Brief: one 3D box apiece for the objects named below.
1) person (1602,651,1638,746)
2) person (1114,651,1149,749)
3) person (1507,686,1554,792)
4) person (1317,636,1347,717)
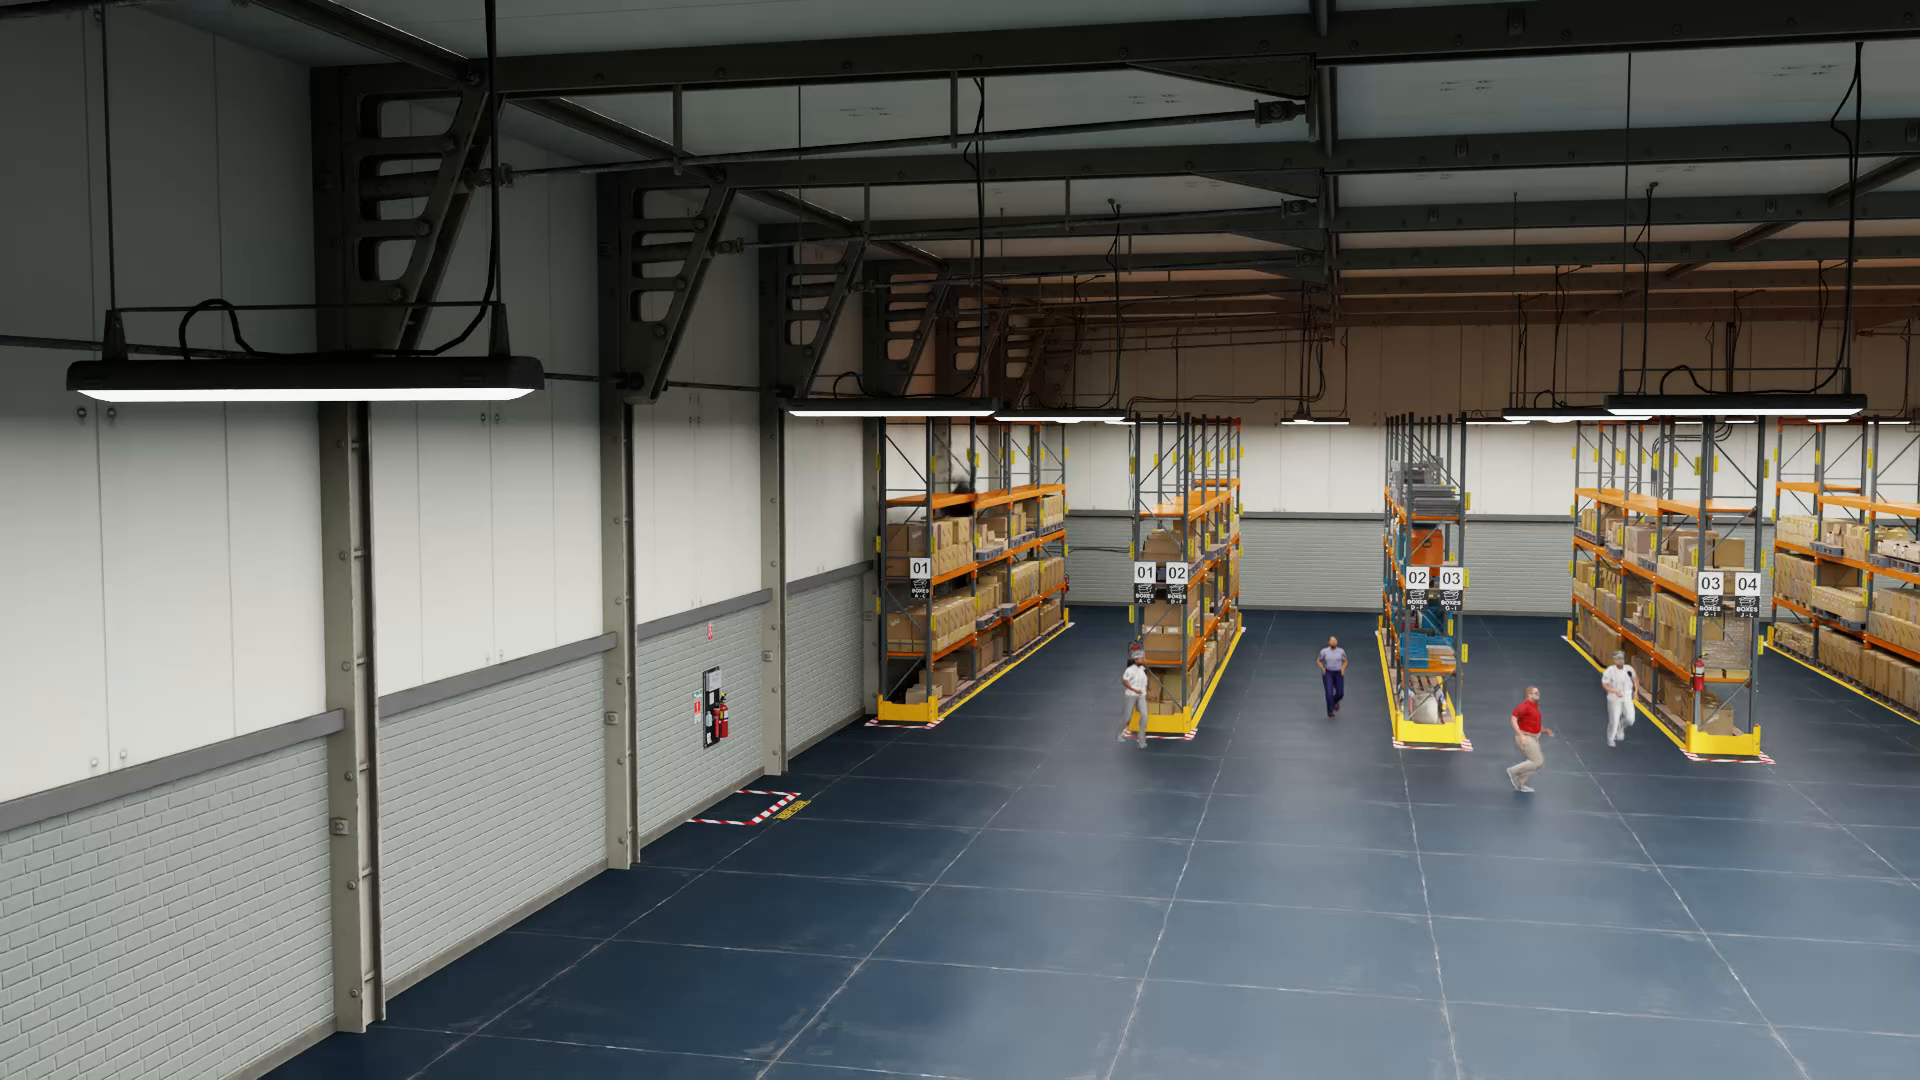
[{"bbox_3d":[11.838,2.841,29.770,0.688,1.745,0.718,0,4,4],"label":"person"},{"bbox_3d":[3.214,2.854,30.016,0.624,1.698,0.772,-2,4,-30],"label":"person"},{"bbox_3d":[8.939,3.123,26.036,0.631,1.675,0.653,3,5,37],"label":"person"},{"bbox_3d":[7.388,2.693,33.003,0.605,1.594,0.579,0,4,4],"label":"person"}]
